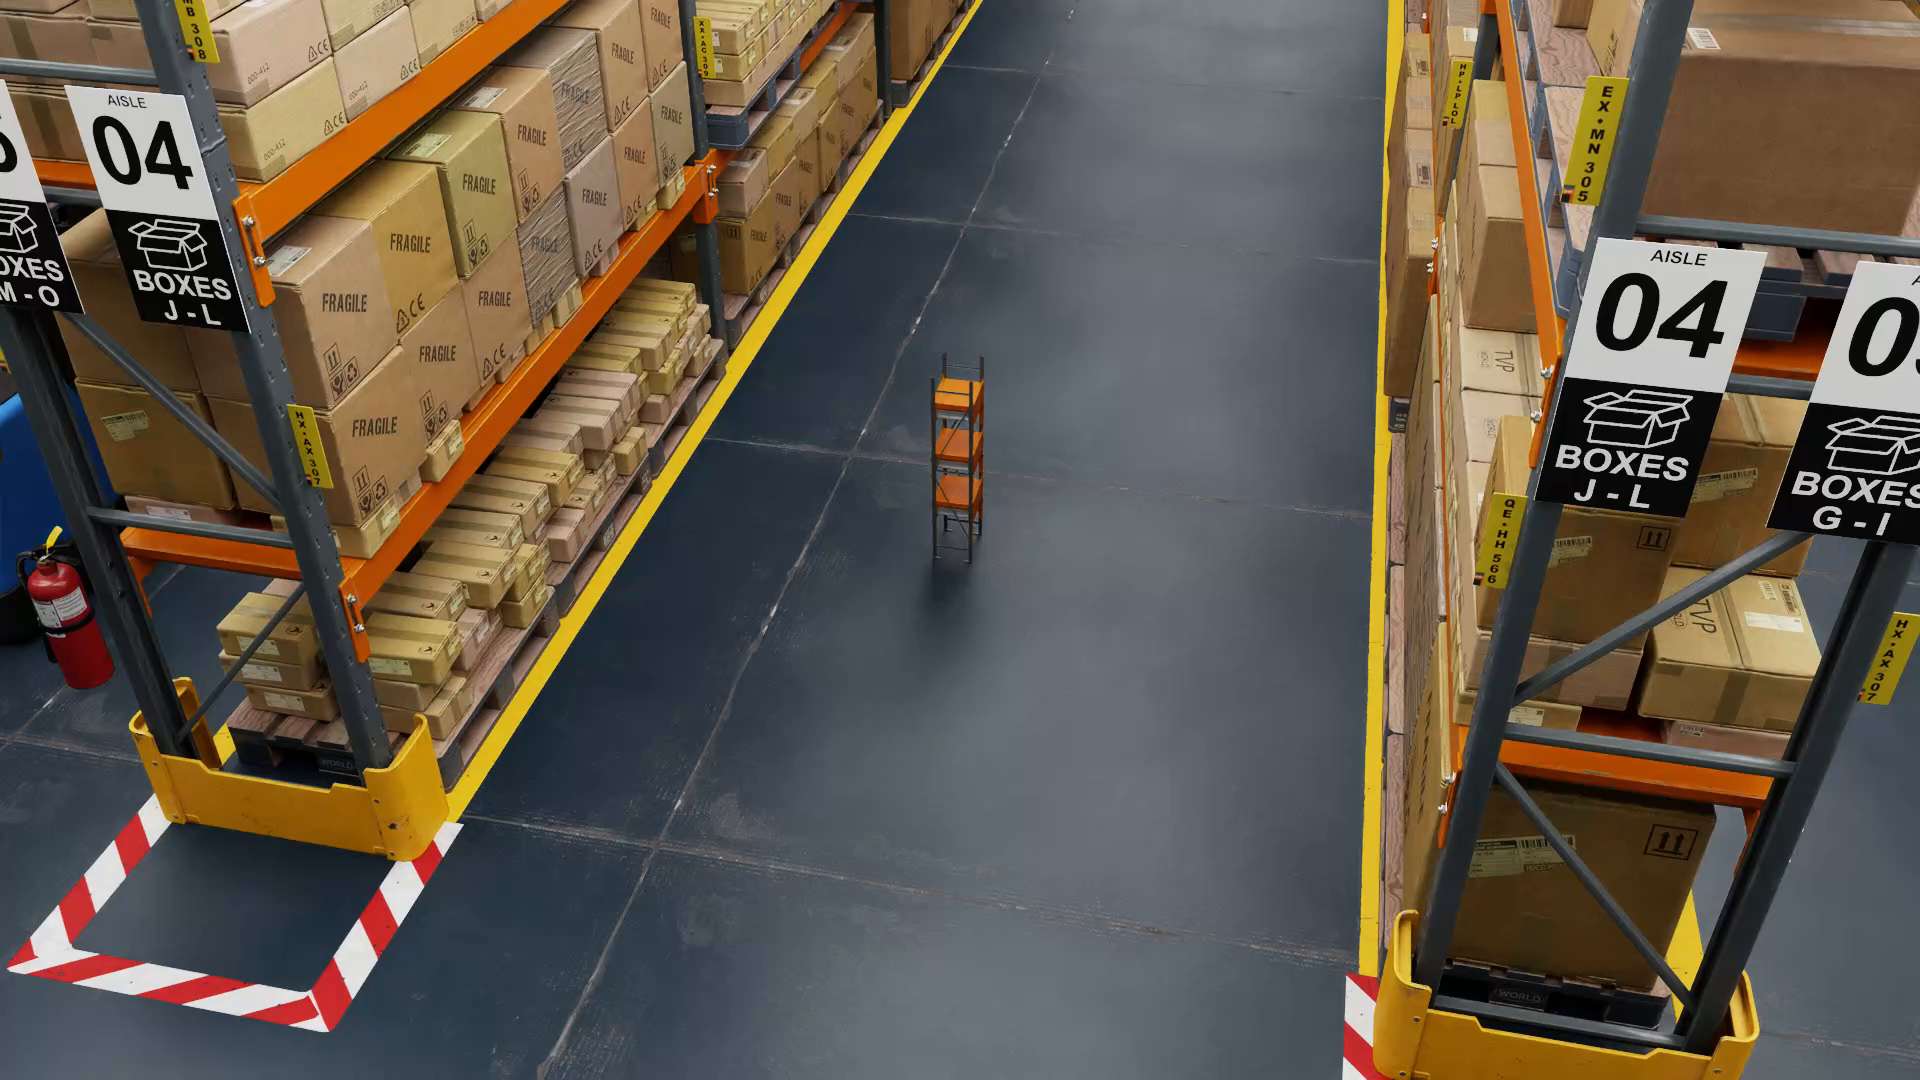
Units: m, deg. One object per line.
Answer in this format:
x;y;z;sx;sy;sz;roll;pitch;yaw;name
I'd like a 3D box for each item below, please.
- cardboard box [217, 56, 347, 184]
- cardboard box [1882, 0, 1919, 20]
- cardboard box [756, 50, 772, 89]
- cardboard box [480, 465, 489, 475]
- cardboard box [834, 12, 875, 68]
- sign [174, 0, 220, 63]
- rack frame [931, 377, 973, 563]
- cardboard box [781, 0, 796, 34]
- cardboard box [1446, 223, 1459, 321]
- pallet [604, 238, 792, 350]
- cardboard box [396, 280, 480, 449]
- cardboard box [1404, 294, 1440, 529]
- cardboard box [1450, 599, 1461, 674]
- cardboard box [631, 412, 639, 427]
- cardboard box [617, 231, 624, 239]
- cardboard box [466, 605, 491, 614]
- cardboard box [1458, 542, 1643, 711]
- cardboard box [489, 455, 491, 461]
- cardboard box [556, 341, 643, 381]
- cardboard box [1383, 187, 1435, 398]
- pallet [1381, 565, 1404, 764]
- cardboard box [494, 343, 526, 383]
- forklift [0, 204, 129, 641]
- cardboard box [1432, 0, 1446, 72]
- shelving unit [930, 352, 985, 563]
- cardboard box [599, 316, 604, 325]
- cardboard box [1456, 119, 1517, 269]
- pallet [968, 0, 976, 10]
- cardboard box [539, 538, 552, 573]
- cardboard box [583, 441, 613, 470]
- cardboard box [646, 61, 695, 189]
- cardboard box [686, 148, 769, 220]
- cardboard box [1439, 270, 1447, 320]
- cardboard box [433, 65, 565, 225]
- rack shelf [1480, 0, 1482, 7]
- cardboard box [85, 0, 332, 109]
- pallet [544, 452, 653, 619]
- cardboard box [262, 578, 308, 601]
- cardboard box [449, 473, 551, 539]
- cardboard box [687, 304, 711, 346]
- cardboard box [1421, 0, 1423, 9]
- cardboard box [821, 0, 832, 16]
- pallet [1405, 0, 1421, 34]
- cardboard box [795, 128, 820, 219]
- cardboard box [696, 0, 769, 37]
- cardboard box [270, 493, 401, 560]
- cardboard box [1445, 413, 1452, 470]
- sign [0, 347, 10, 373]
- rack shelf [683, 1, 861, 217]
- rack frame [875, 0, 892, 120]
-2.400;-1.413;5.485;0.500;0.250;0.500;9;37;12;cardboard box
2.375;-1.432;4.855;0.700;0.500;0.500;6;36;8;cardboard box
-1.305;-2.723;9.578;0.380;0.149;0.250;8;37;11;cardboard box
-2.502;-0.265;8.401;0.380;0.149;0.250;8;37;11;cardboard box
-0.927;-3.657;12.143;0.500;0.250;0.500;6;36;9;cardboard box
-2.216;-1.534;4.780;0.100;0.325;0.005;7;37;10;sign
-0.038;-0.324;8.073;0.200;1.050;0.008;7;37;10;rack frame
-1.195;-3.130;9.885;0.380;0.149;0.250;6;36;8;cardboard box
2.465;-1.186;7.475;0.500;0.250;0.500;7;37;10;cardboard box
-1.727;-1.644;10.609;1.003;0.211;1.213;7;37;10;pallet
-2.291;-0.727;6.629;0.500;0.500;0.500;7;37;10;cardboard box
2.713;-0.589;8.229;0.875;0.875;0.875;7;37;10;cardboard box
1.886;0.353;5.691;0.380;0.149;0.250;8;37;10;cardboard box
-1.948;-0.641;8.920;0.380;0.149;0.250;6;36;9;cardboard box
-1.910;-1.586;8.366;0.380;0.149;0.250;6;36;9;cardboard box
-2.304;0.261;7.422;0.380;0.149;0.250;8;37;11;cardboard box
1.922;0.275;5.459;0.500;0.250;0.500;7;36;9;cardboard box
-2.523;-0.549;8.539;0.380;0.149;0.250;7;37;10;cardboard box
-1.907;-0.913;8.788;0.380;0.149;0.250;8;37;11;cardboard box
3.050;-1.326;9.247;1.225;0.875;0.875;7;37;10;cardboard box
2.435;0.610;7.499;1.003;0.211;1.213;7;37;10;pallet
-2.149;-0.831;7.325;0.380;0.149;0.250;7;36;9;cardboard box
-4.550;-1.581;8.205;1.130;2.935;3.031;8;37;11;forklift
3.203;-3.146;10.220;0.500;0.500;0.500;7;36;9;cardboard box
-0.011;-0.394;8.170;0.215;1.050;0.252;7;37;10;shelving unit
-2.282;-1.295;9.569;0.380;0.149;0.250;9;37;12;cardboard box
2.468;-1.487;7.251;0.500;0.500;0.500;7;37;10;cardboard box
-0.274;-5.332;15.698;1.003;0.211;1.213;7;37;10;pallet
-2.176;0.096;7.903;0.380;0.149;0.250;7;37;10;cardboard box
-1.996;-0.499;8.471;0.380;0.149;0.250;6;36;8;cardboard box
-1.719;-2.175;8.627;0.500;0.500;0.500;7;37;10;cardboard box
-1.476;-2.179;10.104;0.500;0.250;0.500;6;36;8;cardboard box
2.433;-1.116;7.718;0.380;0.149;0.250;8;37;11;cardboard box
-2.051;-1.702;7.121;0.500;0.500;0.500;6;36;8;cardboard box
3.360;-3.717;9.150;1.077;0.370;4.000;7;37;10;rack shelf
-2.396;-1.615;5.338;0.500;0.250;0.500;8;37;11;cardboard box
-2.259;-0.107;8.488;1.003;0.211;1.213;7;37;10;pallet
-2.771;0.238;7.201;0.380;0.149;0.250;8;37;11;cardboard box
-2.141;-0.160;7.749;0.380;0.149;0.250;9;37;12;cardboard box
-1.648;-1.243;9.497;0.380;0.149;0.250;8;37;11;cardboard box
4.369;-4.779;14.313;0.700;0.500;0.500;7;37;10;cardboard box
-1.028;-3.457;10.590;0.380;0.149;0.250;6;36;8;cardboard box
4.476;-4.658;14.767;1.003;0.211;1.213;7;37;10;pallet
-1.265;-2.481;11.159;0.500;0.500;0.500;8;37;11;cardboard box
-1.305;-2.965;9.404;0.380;0.149;0.250;8;37;11;cardboard box
-2.356;-0.077;6.284;0.380;0.149;0.250;7;37;10;cardboard box
2.159;-0.374;6.694;0.380;0.149;0.250;8;37;11;cardboard box
-3.284;-0.712;5.690;0.100;0.325;0.005;7;37;10;sign
-1.464;-3.182;10.968;1.077;0.370;4.000;7;37;10;rack shelf
-1.037;-4.620;12.339;1.000;3.000;0.127;7;37;10;rack frame
